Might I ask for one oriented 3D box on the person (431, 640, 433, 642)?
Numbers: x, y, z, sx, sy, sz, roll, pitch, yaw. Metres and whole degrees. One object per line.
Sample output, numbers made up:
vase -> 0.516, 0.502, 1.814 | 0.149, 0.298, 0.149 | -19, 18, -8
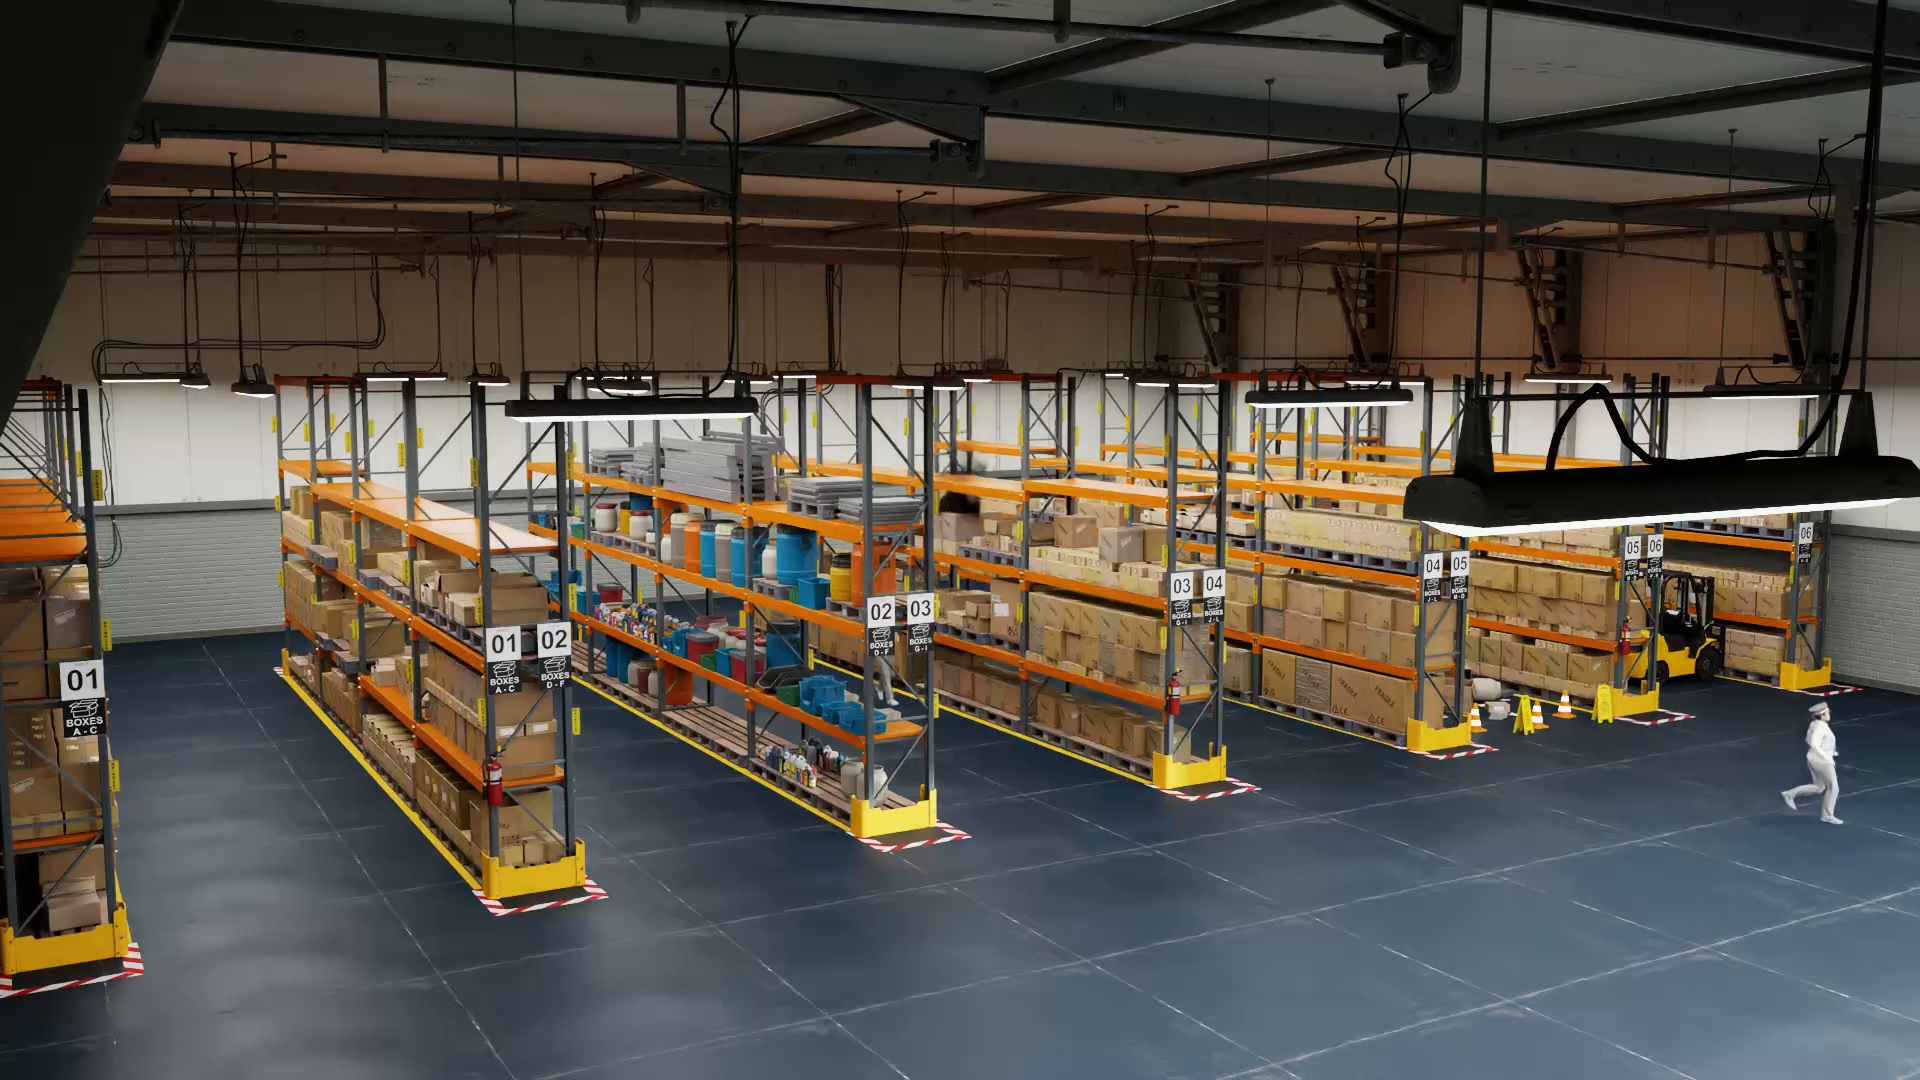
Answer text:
person -> -10.047, 1.981, 32.246 | 0.627, 1.805, 0.984 | -5, 8, -38

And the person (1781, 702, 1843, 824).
person -> 11.671, 3.038, 22.670 | 0.781, 1.687, 0.618 | 1, 6, 11

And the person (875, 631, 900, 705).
person -> -1.305, 2.029, 29.108 | 0.575, 1.670, 0.848 | -4, 7, -33

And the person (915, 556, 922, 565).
person -> -1.275, 0.914, 41.810 | 0.549, 1.683, 0.763 | -2, 6, -15
